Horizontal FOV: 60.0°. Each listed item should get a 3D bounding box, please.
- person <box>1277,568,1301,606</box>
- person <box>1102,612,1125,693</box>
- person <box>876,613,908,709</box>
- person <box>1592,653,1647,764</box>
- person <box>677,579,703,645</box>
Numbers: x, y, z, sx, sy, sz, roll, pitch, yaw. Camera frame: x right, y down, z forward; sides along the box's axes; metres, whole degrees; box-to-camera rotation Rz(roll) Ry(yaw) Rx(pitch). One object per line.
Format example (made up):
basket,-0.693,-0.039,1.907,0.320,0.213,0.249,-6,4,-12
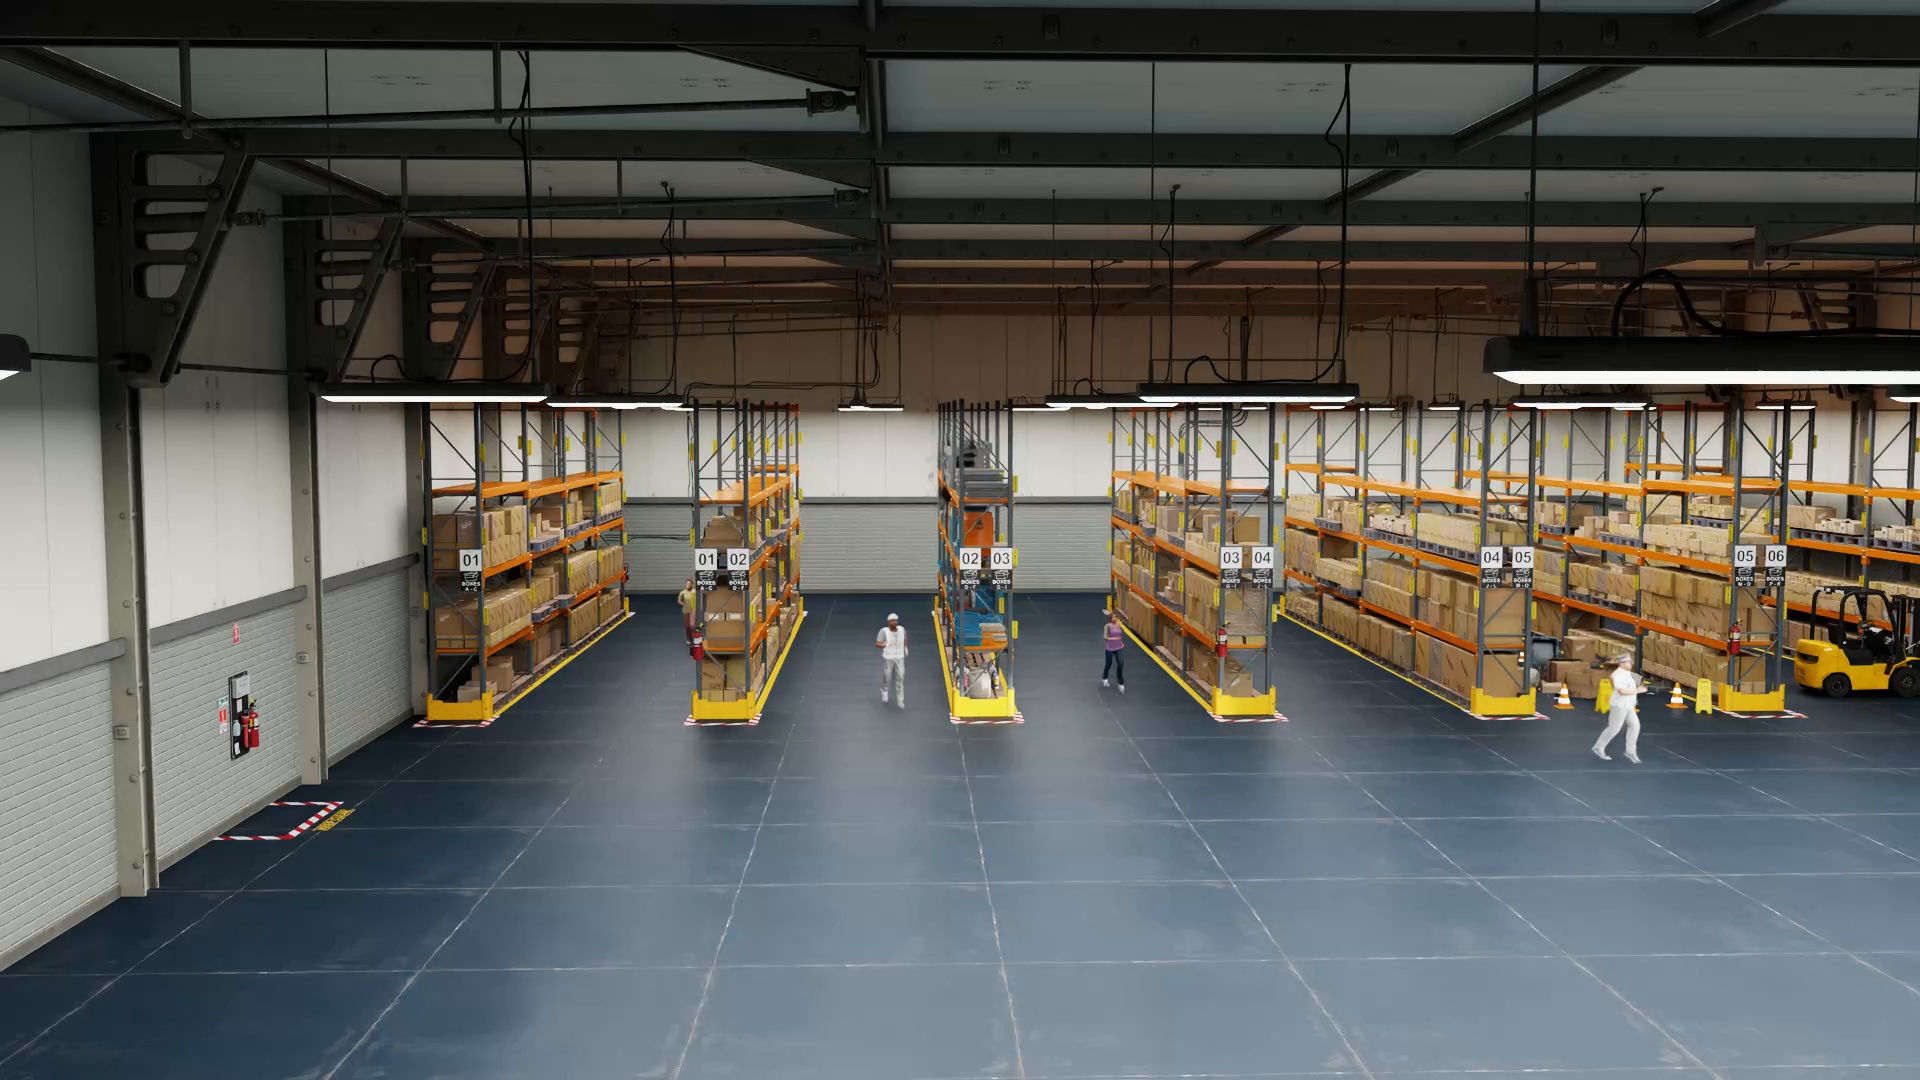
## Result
person,9.774,1.140,48.977,0.965,1.721,0.705,2,5,22
person,3.168,2.294,34.422,0.515,1.632,0.785,-2,5,-19
person,-1.326,2.335,32.551,0.704,1.813,0.906,-1,5,-19
person,10.846,2.769,27.303,0.832,1.863,0.652,3,6,38
person,-6.596,1.825,40.645,0.594,1.725,0.729,0,4,-1
